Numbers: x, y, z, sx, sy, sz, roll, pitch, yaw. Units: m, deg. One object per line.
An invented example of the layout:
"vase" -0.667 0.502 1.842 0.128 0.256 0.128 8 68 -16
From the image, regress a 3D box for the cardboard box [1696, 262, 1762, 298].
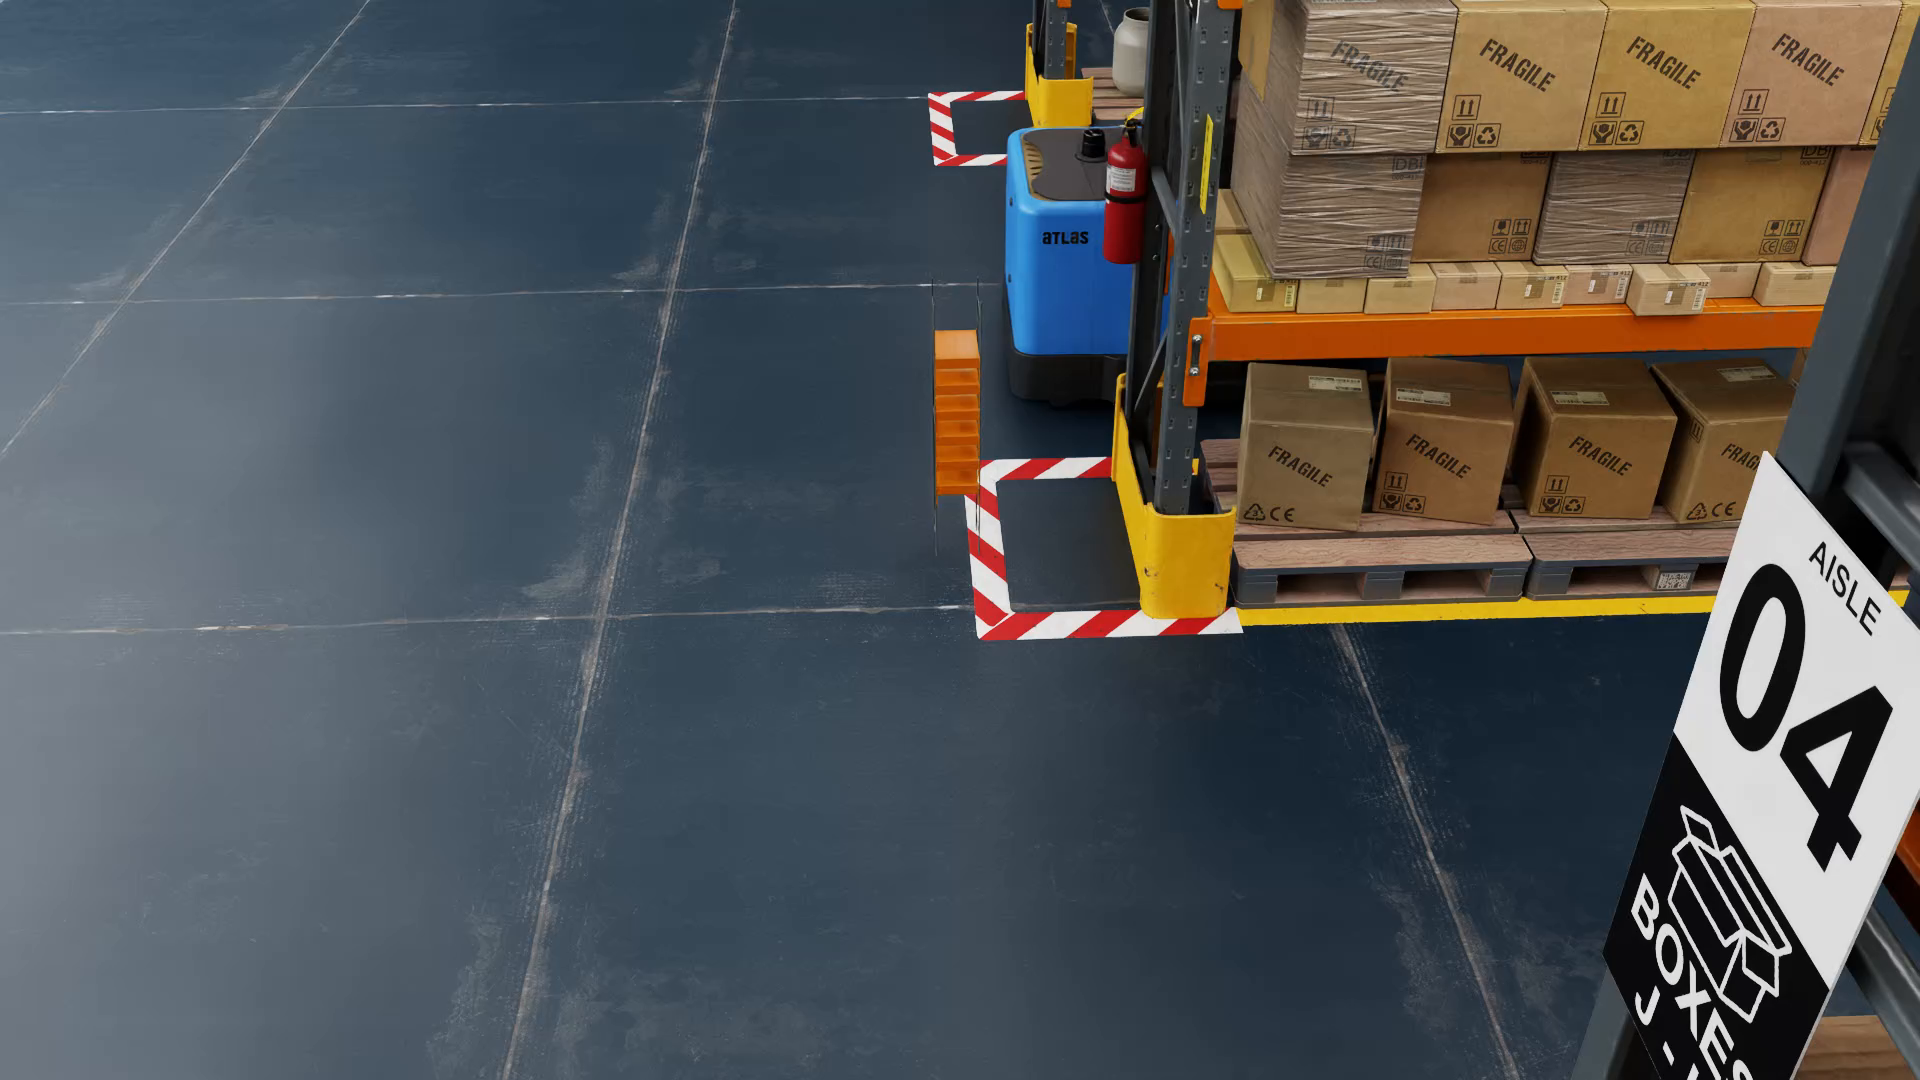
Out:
"cardboard box" 2.862 -1.080 6.395 0.250 0.149 0.380 -2 35 -2

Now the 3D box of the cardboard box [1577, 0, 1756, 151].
"cardboard box" 2.382 -1.702 5.845 0.500 0.500 0.500 -2 35 -2

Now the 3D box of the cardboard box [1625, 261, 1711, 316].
"cardboard box" 2.619 -0.998 6.277 0.250 0.149 0.380 -2 35 -2

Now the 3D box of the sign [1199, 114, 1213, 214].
"sign" 0.846 -1.291 5.719 0.005 0.325 0.100 -2 35 -2

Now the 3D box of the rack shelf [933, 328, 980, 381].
"rack shelf" -0.015 -0.752 6.728 0.180 0.103 0.258 -2 35 -2

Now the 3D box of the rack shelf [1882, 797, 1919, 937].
"rack shelf" 2.952 0.587 1.762 4.000 0.370 1.077 -2 35 -2

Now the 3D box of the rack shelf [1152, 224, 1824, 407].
"rack shelf" 2.818 -1.002 6.694 4.000 0.370 1.077 -2 35 -2

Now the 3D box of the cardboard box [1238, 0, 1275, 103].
"cardboard box" 1.358 -1.973 6.238 0.500 0.500 0.500 -2 35 -2

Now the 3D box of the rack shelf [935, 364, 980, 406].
"rack shelf" -0.015 -0.654 6.797 0.180 0.103 0.258 -2 35 -2

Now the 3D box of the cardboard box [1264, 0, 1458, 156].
"cardboard box" 1.382 -1.678 5.811 0.500 0.500 0.500 -2 35 -2

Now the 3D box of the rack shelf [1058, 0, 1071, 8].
"rack shelf" 2.583 -3.817 10.762 4.000 0.370 1.077 -2 35 -2

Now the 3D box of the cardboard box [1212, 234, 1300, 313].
"cardboard box" 1.116 -1.012 6.298 0.250 0.149 0.380 -2 35 -2

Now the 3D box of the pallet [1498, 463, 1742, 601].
"pallet" 2.925 -0.132 7.255 1.213 0.211 1.003 -2 35 -2

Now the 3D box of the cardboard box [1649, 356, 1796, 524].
"cardboard box" 3.226 -0.427 7.059 0.500 0.500 0.500 -4 35 -6

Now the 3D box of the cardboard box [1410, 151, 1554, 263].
"cardboard box" 1.865 -1.488 6.415 0.500 0.500 0.875 -2 35 -2

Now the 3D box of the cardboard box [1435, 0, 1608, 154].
"cardboard box" 1.882 -1.688 5.825 0.500 0.500 0.500 -2 35 -2

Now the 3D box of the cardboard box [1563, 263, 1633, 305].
"cardboard box" 2.364 -1.050 6.352 0.250 0.149 0.380 -2 35 -2

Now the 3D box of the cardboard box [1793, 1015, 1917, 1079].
"cardboard box" 1.326 1.085 1.966 0.550 0.550 0.875 -2 35 -2

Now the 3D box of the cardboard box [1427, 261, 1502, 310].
"cardboard box" 1.866 -1.025 6.316 0.250 0.149 0.380 -2 35 -2

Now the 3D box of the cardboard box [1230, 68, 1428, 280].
"cardboard box" 1.371 -1.406 6.297 0.500 0.500 0.875 -2 35 -2

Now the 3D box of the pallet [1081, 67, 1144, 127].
"pallet" 1.471 -2.960 11.342 1.213 0.211 1.003 -2 35 -2

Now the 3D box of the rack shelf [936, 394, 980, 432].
"rack shelf" -0.015 -0.555 6.865 0.180 0.103 0.258 -2 35 -2

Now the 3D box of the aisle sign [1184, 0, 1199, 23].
"aisle sign" 0.772 -2.140 5.422 0.004 0.787 0.394 -2 35 -2

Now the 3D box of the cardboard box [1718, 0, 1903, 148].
"cardboard box" 2.881 -1.719 5.870 0.500 0.500 0.500 -2 35 -2

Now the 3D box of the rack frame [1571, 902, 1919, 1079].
"rack frame" 0.954 1.579 2.333 0.127 3.000 1.000 -2 35 -2

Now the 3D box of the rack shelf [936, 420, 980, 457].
"rack shelf" -0.015 -0.456 6.933 0.180 0.103 0.258 -2 35 -2

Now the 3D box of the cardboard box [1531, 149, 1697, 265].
"cardboard box" 2.366 -1.477 6.399 0.500 0.500 0.875 -2 35 -2

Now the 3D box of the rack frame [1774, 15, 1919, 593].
"rack frame" 0.954 -0.888 0.626 0.127 3.000 1.000 -2 35 -2

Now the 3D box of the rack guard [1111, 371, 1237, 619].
"rack guard" 0.896 -0.218 7.125 0.348 0.500 1.175 -2 35 -2

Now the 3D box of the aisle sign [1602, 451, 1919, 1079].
"aisle sign" 0.869 0.341 1.837 0.004 0.787 0.394 -2 35 -2

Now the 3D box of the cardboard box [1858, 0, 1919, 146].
"cardboard box" 3.380 -1.730 5.886 0.500 0.500 0.500 -2 35 -2

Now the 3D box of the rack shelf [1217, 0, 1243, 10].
"rack shelf" 2.818 -2.235 5.840 4.000 0.370 1.077 -2 35 -2

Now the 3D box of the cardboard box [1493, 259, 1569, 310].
"cardboard box" 2.116 -1.028 6.320 0.250 0.149 0.380 -2 35 -2

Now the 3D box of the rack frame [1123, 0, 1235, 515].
"rack frame" 0.820 -1.244 6.411 0.127 3.000 1.000 -2 35 -2

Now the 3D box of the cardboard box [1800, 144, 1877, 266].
"cardboard box" 3.367 -1.474 6.394 0.500 0.500 0.875 -2 35 -2

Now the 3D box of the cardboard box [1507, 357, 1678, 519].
"cardboard box" 2.666 -0.437 7.074 0.500 0.500 0.500 2 35 2

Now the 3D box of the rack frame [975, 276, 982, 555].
"rack frame" 0.077 -0.496 6.911 0.006 1.200 0.240 -2 35 -2

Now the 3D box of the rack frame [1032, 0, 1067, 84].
"rack frame" 0.586 -4.059 10.479 0.127 3.000 1.000 -2 35 -2

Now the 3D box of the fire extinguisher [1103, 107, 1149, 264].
"fire extinguisher" 0.684 -1.471 6.807 0.183 0.674 0.296 -2 35 -2

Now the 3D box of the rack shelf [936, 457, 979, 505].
"rack shelf" -0.015 -0.259 7.070 0.180 0.103 0.258 -2 35 -2

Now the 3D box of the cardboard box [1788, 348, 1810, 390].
"cardboard box" 3.842 -0.488 7.147 0.500 0.500 0.500 9 36 13

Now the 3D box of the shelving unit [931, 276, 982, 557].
"shelving unit" -0.015 -0.493 6.908 0.189 1.200 0.258 -2 35 -2

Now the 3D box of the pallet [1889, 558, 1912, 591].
"pallet" 4.146 -0.167 7.305 1.213 0.211 1.003 -2 35 -2

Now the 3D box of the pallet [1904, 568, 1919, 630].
"pallet" 1.694 0.356 1.542 1.213 0.211 1.003 -2 35 -2

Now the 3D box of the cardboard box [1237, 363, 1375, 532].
"cardboard box" 1.445 -0.396 7.013 0.500 0.500 0.500 5 35 7

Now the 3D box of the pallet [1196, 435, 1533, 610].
"pallet" 1.709 -0.101 7.210 1.213 0.211 1.003 -2 35 -2

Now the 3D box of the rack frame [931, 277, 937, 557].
"rack frame" -0.106 -0.491 6.904 0.006 1.200 0.240 -2 35 -2

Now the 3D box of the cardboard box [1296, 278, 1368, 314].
"cardboard box" 1.367 -1.008 6.292 0.250 0.149 0.380 -2 35 -2

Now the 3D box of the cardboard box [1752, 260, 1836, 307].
"cardboard box" 3.116 -1.043 6.342 0.250 0.149 0.380 -2 35 -2

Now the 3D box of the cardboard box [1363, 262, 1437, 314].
"cardboard box" 1.617 -1.007 6.289 0.250 0.149 0.380 -2 35 -2

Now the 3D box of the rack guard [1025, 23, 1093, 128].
"rack guard" 0.659 -3.060 11.232 0.348 0.500 1.175 -2 35 -2

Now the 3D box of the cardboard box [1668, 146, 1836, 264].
"cardboard box" 2.866 -1.484 6.409 0.500 0.500 0.875 -2 35 -2

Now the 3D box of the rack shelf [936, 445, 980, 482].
"rack shelf" -0.015 -0.358 7.002 0.180 0.103 0.258 -2 35 -2

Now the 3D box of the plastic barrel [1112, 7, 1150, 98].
"plastic barrel" 1.239 -3.270 11.156 0.421 0.512 0.421 0 35 0

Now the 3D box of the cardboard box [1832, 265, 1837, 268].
"cardboard box" 3.364 -1.070 6.381 0.250 0.149 0.380 -2 35 -2

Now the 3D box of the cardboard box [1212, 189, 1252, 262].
"cardboard box" 1.095 -1.265 6.663 0.250 0.149 0.380 -2 35 -2

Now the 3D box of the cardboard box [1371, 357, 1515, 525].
"cardboard box" 2.040 -0.431 7.065 0.500 0.500 0.500 7 35 10

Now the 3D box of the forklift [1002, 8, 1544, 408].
"forklift" 1.753 -2.153 7.785 3.031 2.935 1.130 -1 35 -2
